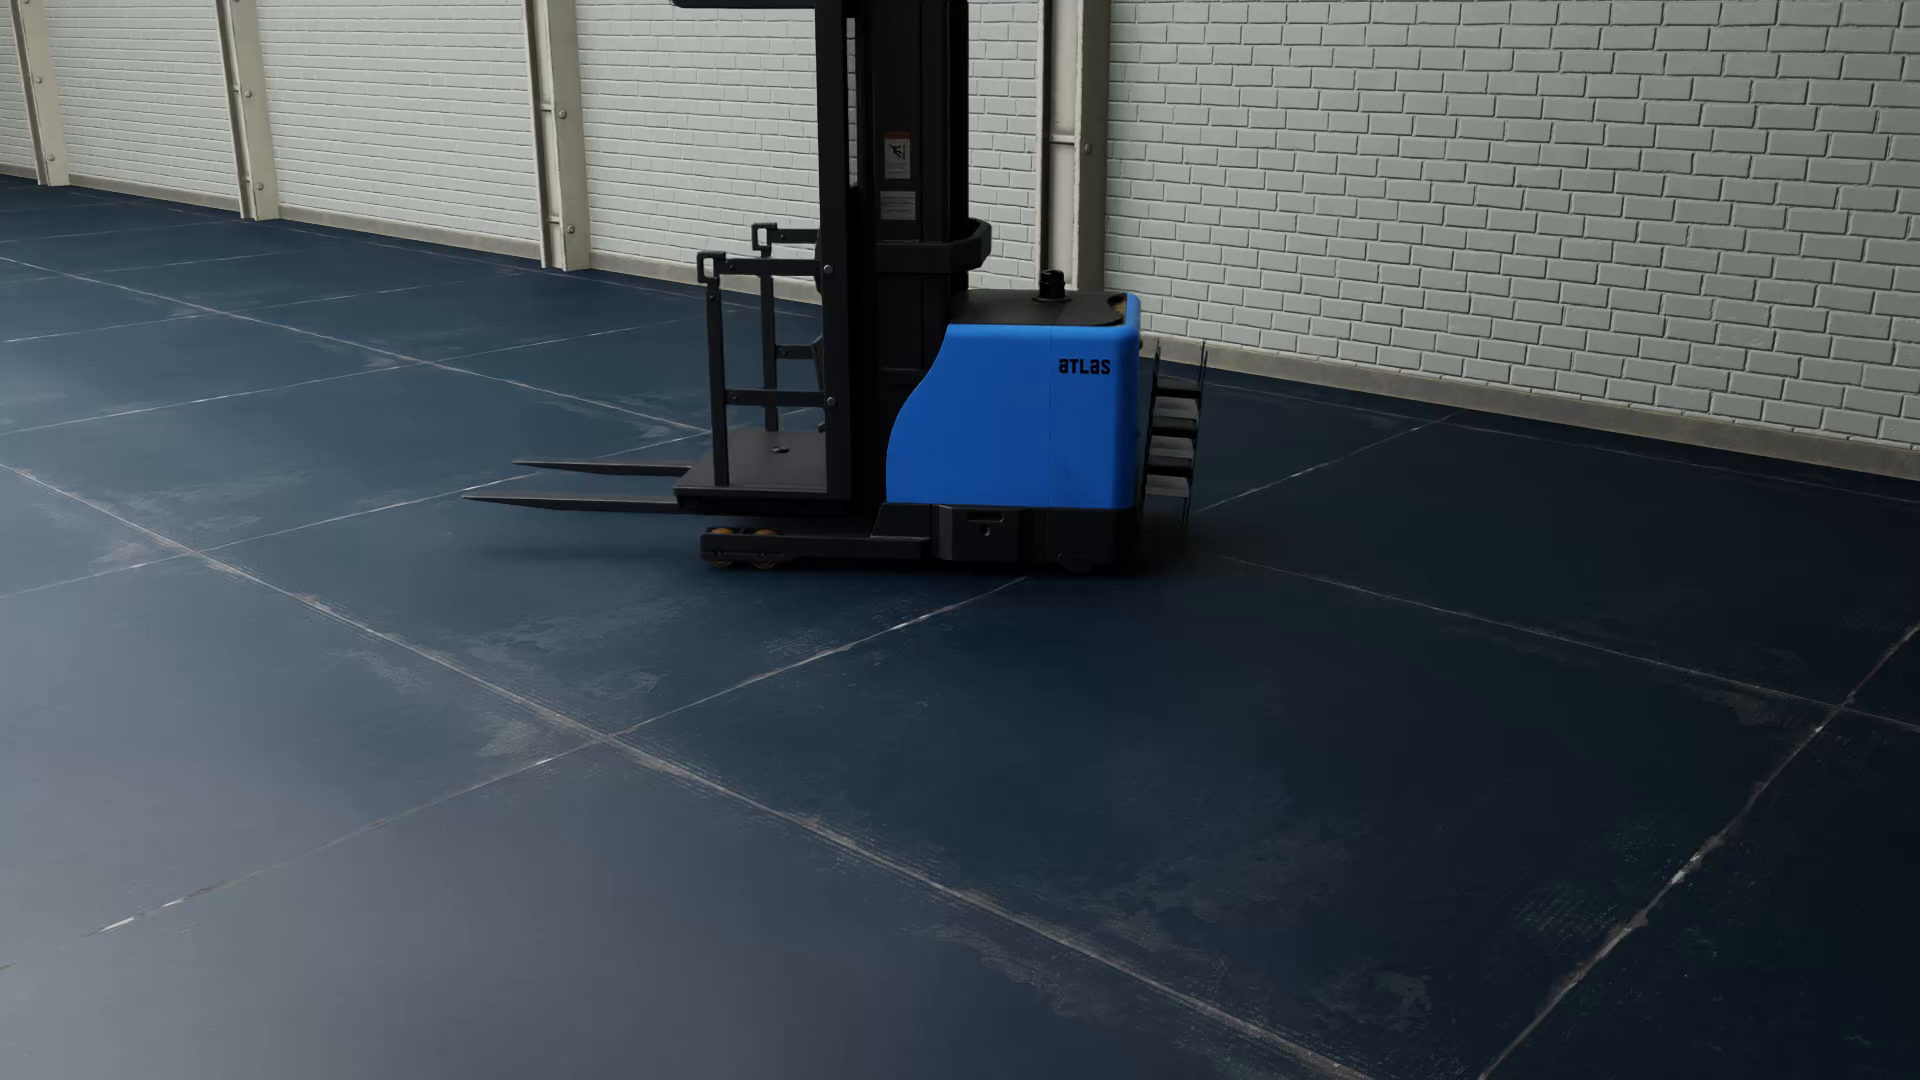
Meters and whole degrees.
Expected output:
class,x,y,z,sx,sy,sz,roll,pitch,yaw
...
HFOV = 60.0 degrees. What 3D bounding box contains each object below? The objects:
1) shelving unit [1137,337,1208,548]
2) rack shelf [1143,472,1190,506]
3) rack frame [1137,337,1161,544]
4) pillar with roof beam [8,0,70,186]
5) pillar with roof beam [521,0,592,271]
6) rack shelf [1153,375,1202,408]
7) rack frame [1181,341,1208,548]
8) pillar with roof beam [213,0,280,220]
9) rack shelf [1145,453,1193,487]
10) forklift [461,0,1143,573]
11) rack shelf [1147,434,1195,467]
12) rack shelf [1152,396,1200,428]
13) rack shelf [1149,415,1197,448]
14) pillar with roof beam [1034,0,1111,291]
class,x,y,z,sx,sy,sz,roll,pitch,yaw
shelving unit,0.950,-0.438,7.483,0.210,0.900,0.258,5,18,3
rack shelf,0.935,-0.235,7.548,0.200,0.077,0.258,5,18,3
rack frame,0.849,-0.447,7.488,0.006,0.900,0.240,5,18,3
pillar with roof beam,-15.549,-8.303,18.899,0.400,9.000,9.100,15,23,39
pillar with roof beam,-6.574,-5.894,11.307,0.400,9.000,9.100,15,23,39
rack shelf,0.967,-0.663,7.410,0.200,0.077,0.258,5,18,3
rack frame,1.051,-0.429,7.477,0.006,0.900,0.240,5,18,3
pillar with roof beam,-11.061,-7.099,15.103,0.400,9.000,9.100,15,23,39
rack shelf,0.942,-0.321,7.520,0.200,0.077,0.258,5,18,3
forklift,-0.707,-1.429,7.270,3.031,2.935,1.130,2,18,6
rack shelf,0.948,-0.406,7.493,0.200,0.077,0.258,5,18,3
rack shelf,0.961,-0.577,7.438,0.200,0.077,0.258,5,18,3
rack shelf,0.954,-0.492,7.465,0.200,0.077,0.258,5,18,3
pillar with roof beam,-2.086,-4.689,7.511,0.400,9.000,9.100,15,23,39
